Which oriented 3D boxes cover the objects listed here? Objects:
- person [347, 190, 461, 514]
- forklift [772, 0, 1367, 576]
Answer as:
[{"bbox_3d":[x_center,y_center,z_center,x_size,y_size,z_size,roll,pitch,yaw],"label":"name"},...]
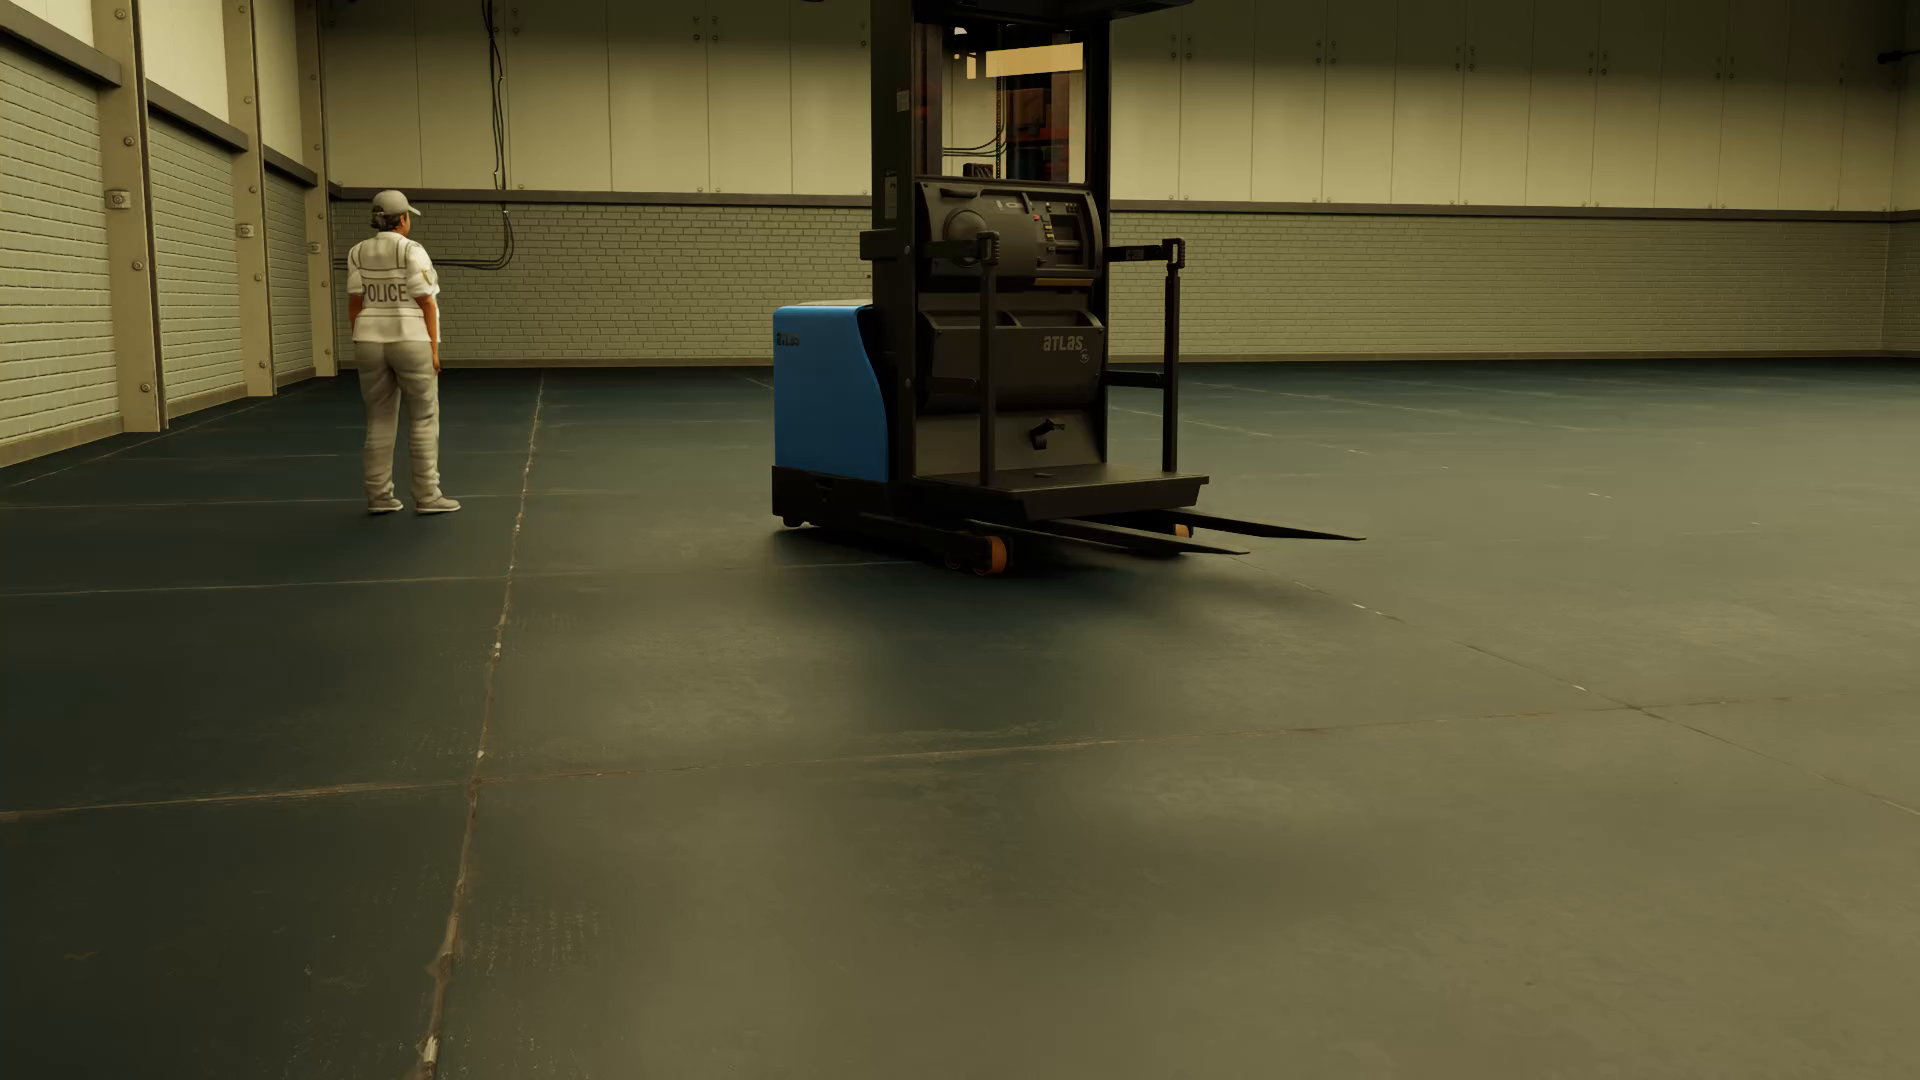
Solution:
[{"bbox_3d":[-2.909,-0.969,8.640,0.481,1.669,0.390,1,8,10],"label":"person"},{"bbox_3d":[0.355,-1.383,7.015,1.130,2.935,3.031,-6,10,-35],"label":"forklift"}]
